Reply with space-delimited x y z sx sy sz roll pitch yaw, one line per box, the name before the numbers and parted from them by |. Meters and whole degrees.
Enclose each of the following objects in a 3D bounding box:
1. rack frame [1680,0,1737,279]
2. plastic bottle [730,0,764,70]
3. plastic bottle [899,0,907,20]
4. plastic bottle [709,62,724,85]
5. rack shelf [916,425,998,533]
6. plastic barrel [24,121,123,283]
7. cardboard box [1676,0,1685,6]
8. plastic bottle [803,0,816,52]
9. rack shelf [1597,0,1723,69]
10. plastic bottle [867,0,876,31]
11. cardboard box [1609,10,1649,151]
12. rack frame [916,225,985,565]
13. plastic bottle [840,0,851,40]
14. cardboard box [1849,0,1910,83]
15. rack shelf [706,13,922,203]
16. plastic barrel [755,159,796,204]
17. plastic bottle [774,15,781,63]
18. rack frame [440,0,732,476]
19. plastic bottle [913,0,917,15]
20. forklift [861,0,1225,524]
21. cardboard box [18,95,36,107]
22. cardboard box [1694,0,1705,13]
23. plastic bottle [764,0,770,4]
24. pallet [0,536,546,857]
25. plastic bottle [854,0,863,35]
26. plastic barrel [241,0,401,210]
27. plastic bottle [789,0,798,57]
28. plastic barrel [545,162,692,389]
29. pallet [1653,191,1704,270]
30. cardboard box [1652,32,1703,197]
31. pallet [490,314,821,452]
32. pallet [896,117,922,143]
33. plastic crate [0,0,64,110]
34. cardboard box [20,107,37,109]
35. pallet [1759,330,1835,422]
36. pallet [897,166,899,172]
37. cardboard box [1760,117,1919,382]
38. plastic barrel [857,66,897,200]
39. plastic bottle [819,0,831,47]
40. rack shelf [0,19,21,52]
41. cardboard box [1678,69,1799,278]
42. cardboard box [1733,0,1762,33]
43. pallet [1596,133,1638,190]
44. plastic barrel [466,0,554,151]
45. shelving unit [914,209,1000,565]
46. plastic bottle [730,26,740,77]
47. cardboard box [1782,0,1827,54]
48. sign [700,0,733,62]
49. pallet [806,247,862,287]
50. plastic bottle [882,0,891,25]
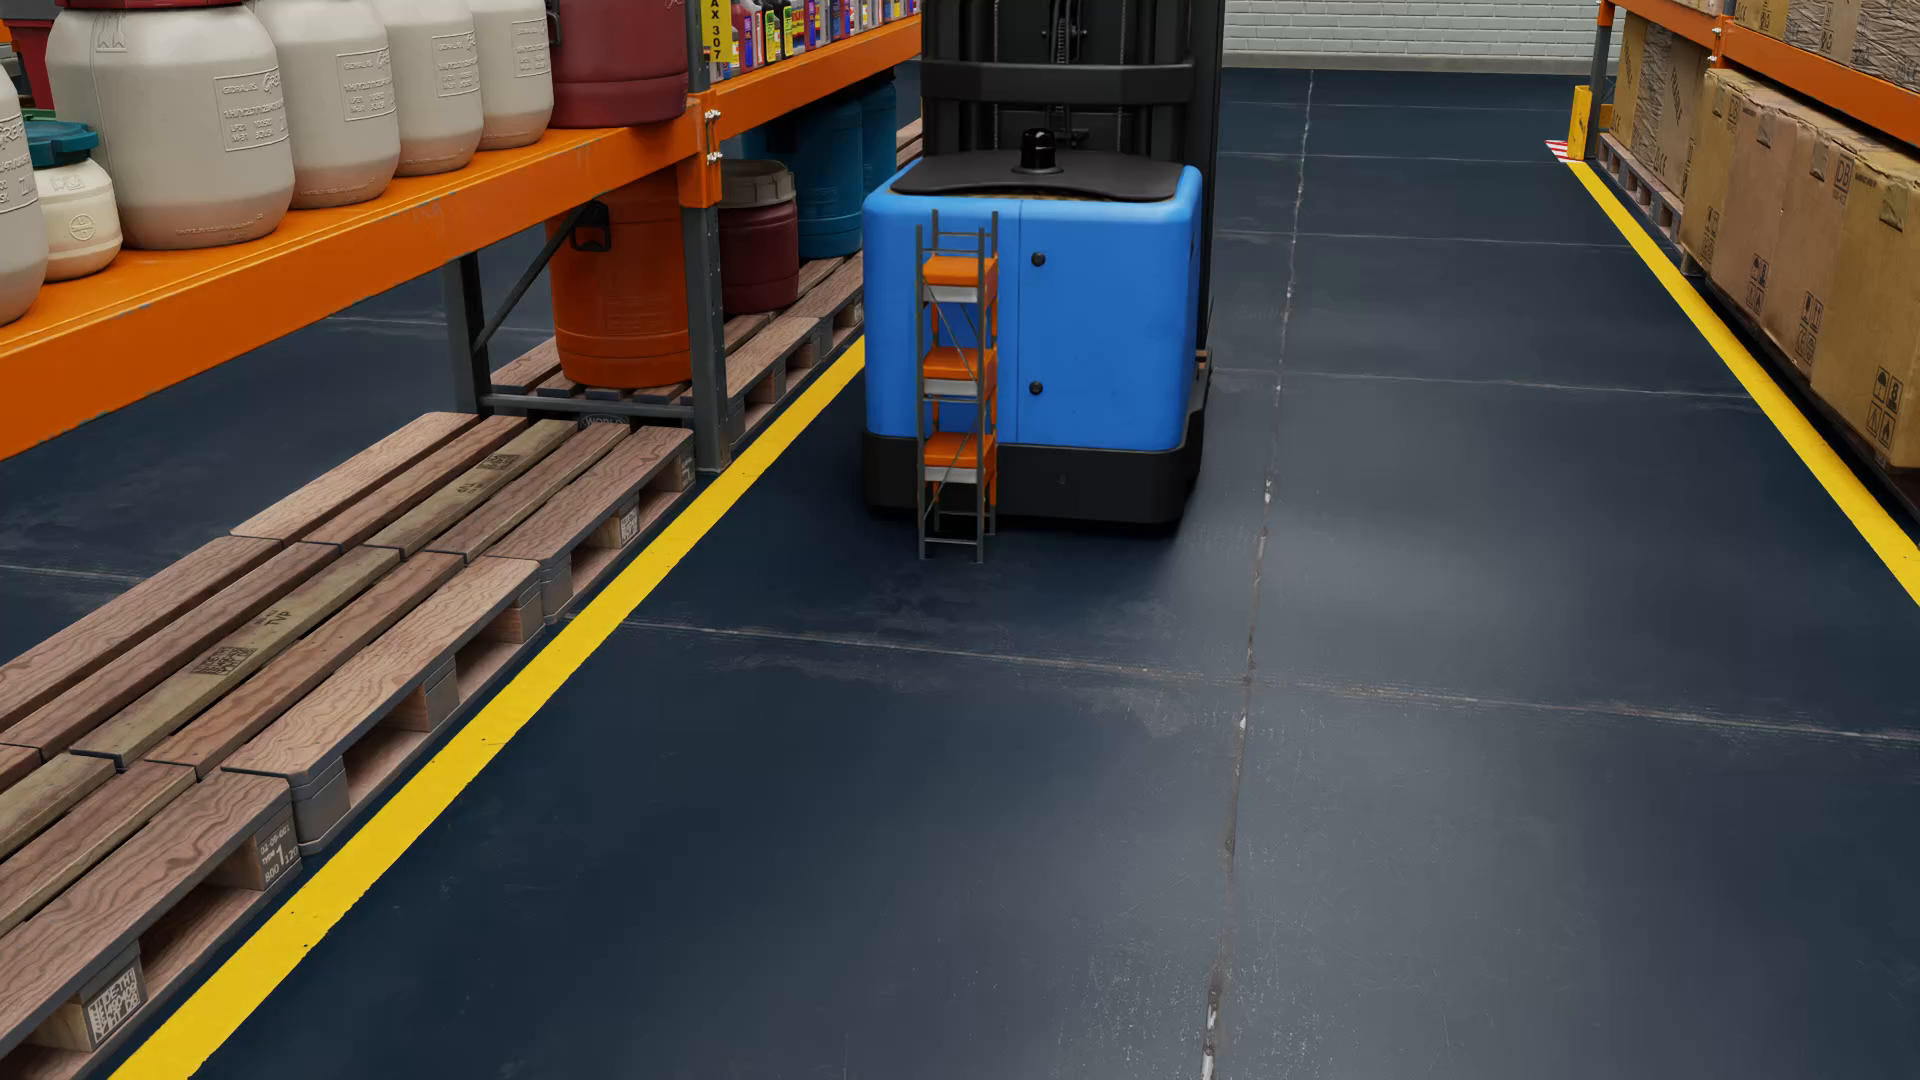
rack frame | 4.335 -2.765 8.204 1.000 3.000 0.127 4 22 11
plastic bottle | -0.831 -1.925 6.285 0.152 0.276 0.135 4 22 11
plastic bottle | -0.352 -2.783 8.414 0.152 0.276 0.135 4 22 11
plastic bottle | -0.925 -1.756 5.864 0.152 0.276 0.135 4 22 11
rack shelf | -0.007 -0.194 5.201 0.215 0.259 0.240 4 22 9
plastic barrel | -1.726 -0.625 3.076 0.301 0.262 0.301 0 22 0
cardboard box | 4.234 -3.067 9.291 0.380 0.149 0.250 5 22 12
plastic bottle | -0.645 -2.179 6.904 0.061 0.283 0.133 4 22 11
rack shelf | 4.743 -3.163 10.155 1.077 0.370 4.000 4 22 11
plastic bottle | -0.483 -2.549 7.834 0.152 0.276 0.135 4 22 11
cardboard box | 5.099 -3.197 11.559 0.875 0.875 0.875 4 22 11
rack frame | -0.028 -0.416 4.982 0.200 1.050 0.008 4 22 9
plastic bottle | -0.533 -2.380 7.403 0.061 0.283 0.133 4 22 11
cardboard box | 3.587 -1.920 5.972 0.500 0.500 0.500 4 22 9
rack shelf | -0.922 -2.078 7.460 1.077 0.370 4.000 4 22 11
plastic barrel | -0.989 -1.527 7.899 0.421 0.512 0.421 0 22 0
plastic bottle | -0.753 -1.980 6.520 0.097 0.201 0.097 0 22 0
rack frame | -1.330 -1.680 5.510 1.000 3.000 0.127 4 22 11
plastic bottle | -0.275 -2.837 8.649 0.097 0.201 0.097 0 22 0
forklift | 0.446 -1.929 6.220 1.130 2.935 3.031 4 22 9
cardboard box | -5.700 -2.408 10.074 0.500 0.500 0.500 3 22 8
cardboard box | 4.129 -2.880 8.825 0.380 0.149 0.250 5 22 12
plastic bottle | -0.782 -2.318 7.161 0.144 0.351 0.185 4 22 11
pallet | -1.777 0.339 4.230 1.003 0.211 1.213 4 22 11
plastic bottle | -0.530 -2.464 7.623 0.152 0.276 0.135 4 22 11
plastic barrel | -1.498 -1.040 3.738 0.433 0.535 0.433 0 22 0
plastic bottle | -0.706 -2.097 6.716 0.097 0.271 0.097 0 22 0
plastic barrel | -1.247 -1.048 6.284 0.600 0.830 0.708 4 22 11
pallet | 4.567 -1.744 9.401 1.003 0.211 1.213 4 22 11
cardboard box | 4.731 -2.539 9.924 0.875 0.875 0.875 4 22 11
pallet | -1.210 -0.678 6.754 1.003 0.211 1.213 4 22 11
pallet | 0.096 -3.014 12.554 1.003 0.211 1.213 4 22 11
plastic crate | -1.959 -1.142 4.088 0.402 0.464 0.583 4 22 11
cardboard box | -5.292 -2.184 9.518 0.500 0.500 0.500 5 22 11
pallet | 4.004 -0.736 6.899 1.003 0.211 1.213 4 22 11
pallet | -0.402 -2.121 10.338 1.003 0.211 1.213 4 22 11
cardboard box | 3.869 -1.088 6.321 1.225 0.875 0.875 5 22 11
plastic barrel | -0.642 -2.167 8.965 0.600 0.901 0.708 4 22 11
plastic bottle | -0.642 -2.263 7.124 0.152 0.276 0.135 4 22 11
rack shelf | -5.770 -2.457 8.401 1.077 0.370 4.000 4 22 11
cardboard box | 4.224 -1.739 7.938 1.225 0.875 0.875 5 22 11
cardboard box | 3.996 -2.662 7.815 0.500 0.500 0.500 5 22 11
pallet | 5.064 -2.636 11.617 1.003 0.211 1.213 4 22 11
plastic barrel | -1.331 -1.339 4.514 0.421 0.512 0.421 0 22 0
shelving unit | -0.007 -0.461 5.094 0.215 1.050 0.252 4 22 9
plastic bottle | -0.855 -1.797 6.067 0.097 0.201 0.097 0 22 0
cardboard box | 3.792 -2.296 6.904 0.500 0.500 0.500 4 22 10
sign | -0.790 -1.716 5.381 0.100 0.325 0.005 4 22 11
pallet | -0.712 -1.570 8.970 1.003 0.211 1.213 4 22 11
plastic bottle | -0.419 -2.691 8.087 0.144 0.351 0.185 4 22 11
